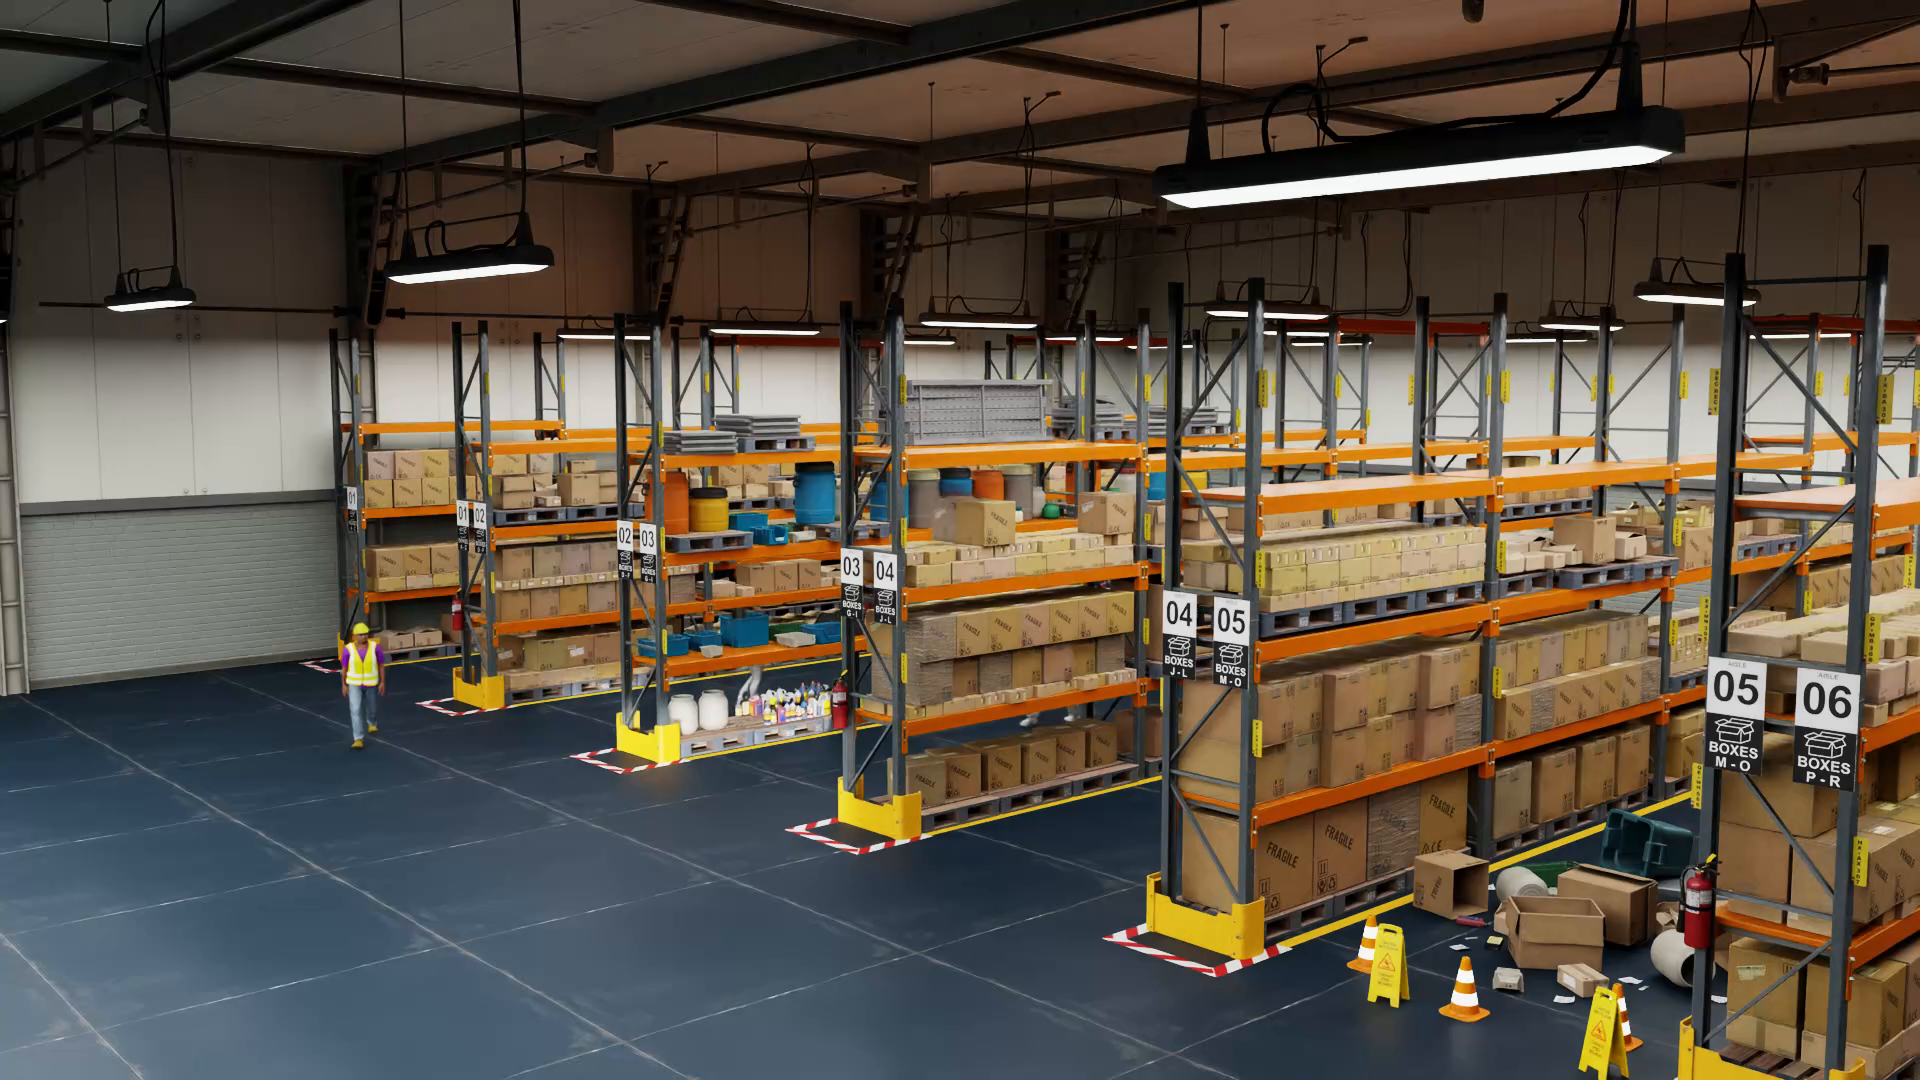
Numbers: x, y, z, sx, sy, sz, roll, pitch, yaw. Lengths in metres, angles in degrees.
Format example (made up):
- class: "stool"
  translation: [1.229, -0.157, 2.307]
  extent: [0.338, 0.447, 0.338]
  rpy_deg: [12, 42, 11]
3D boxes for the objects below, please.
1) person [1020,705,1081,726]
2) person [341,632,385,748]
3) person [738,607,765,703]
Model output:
- class: "person"
  translation: [1.366, 1.910, 24.533]
  extent: [0.993, 1.627, 0.521]
  rpy_deg: [-4, 7, -33]
- class: "person"
  translation: [-8.374, 2.026, 23.354]
  extent: [0.582, 1.681, 1.076]
  rpy_deg: [-2, 6, -18]
- class: "person"
  translation: [-3.191, 1.829, 25.638]
  extent: [0.409, 1.598, 0.448]
  rpy_deg: [-4, 7, -38]
